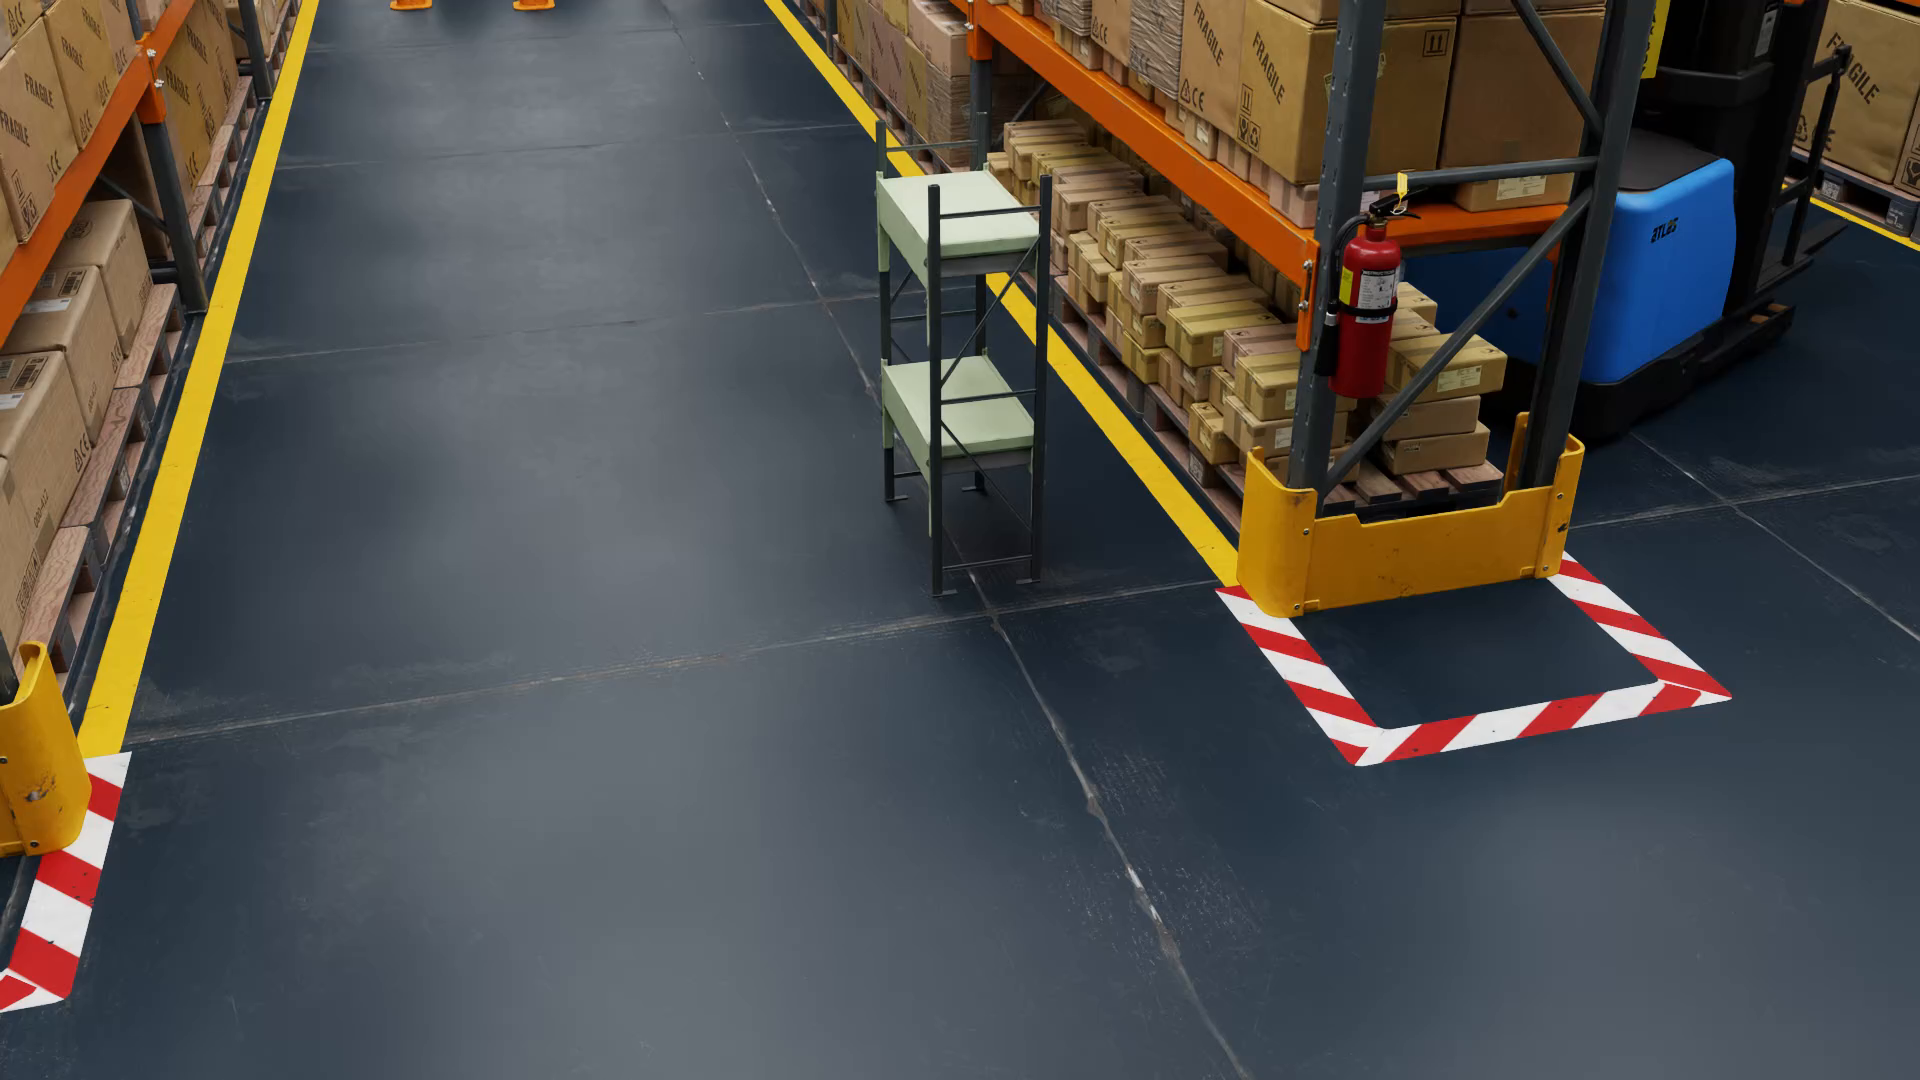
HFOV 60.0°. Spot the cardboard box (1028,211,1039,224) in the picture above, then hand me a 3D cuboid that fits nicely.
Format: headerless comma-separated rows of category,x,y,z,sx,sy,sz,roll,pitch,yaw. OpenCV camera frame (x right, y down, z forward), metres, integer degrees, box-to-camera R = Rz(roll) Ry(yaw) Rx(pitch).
cardboard box,0.525,-1.562,8.382,0.380,0.149,0.250,-8,31,-14

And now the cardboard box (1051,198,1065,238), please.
cardboard box,0.661,-1.580,8.115,0.380,0.149,0.250,-9,31,-16

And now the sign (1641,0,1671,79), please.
sign,2.136,-1.590,5.138,0.100,0.325,0.005,-8,31,-13

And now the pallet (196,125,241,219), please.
pallet,-4.799,-2.114,9.691,1.003,0.211,1.213,-8,31,-13

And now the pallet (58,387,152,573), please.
pallet,-3.741,-0.193,6.373,1.003,0.211,1.213,-8,31,-13

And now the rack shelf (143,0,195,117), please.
rack shelf,-4.725,-3.022,9.195,1.077,0.370,4.000,-8,31,-13

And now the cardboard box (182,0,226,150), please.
cardboard box,-4.920,-2.786,9.770,0.875,0.875,0.875,-7,31,-13

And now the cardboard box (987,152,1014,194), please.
cardboard box,0.339,-1.934,8.726,0.380,0.149,0.250,-6,31,-11

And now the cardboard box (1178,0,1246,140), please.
cardboard box,1.114,-1.747,5.877,0.500,0.500,0.500,-8,31,-14

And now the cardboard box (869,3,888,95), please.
cardboard box,-0.291,-3.241,10.932,0.500,0.500,0.500,-9,31,-15

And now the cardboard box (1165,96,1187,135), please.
cardboard box,1.011,-1.649,6.356,0.380,0.149,0.250,-9,31,-15

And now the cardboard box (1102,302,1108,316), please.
cardboard box,0.865,-1.066,7.524,0.380,0.149,0.250,-7,31,-12

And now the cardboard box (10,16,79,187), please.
cardboard box,-3.411,-1.477,5.708,0.500,0.500,0.500,-7,31,-12

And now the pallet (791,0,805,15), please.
pallet,-0.967,-4.779,14.295,1.003,0.211,1.213,-8,31,-13

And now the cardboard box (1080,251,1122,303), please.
cardboard box,0.758,-1.191,7.443,0.380,0.149,0.250,-8,31,-13

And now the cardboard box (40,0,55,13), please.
cardboard box,-3.532,-2.162,5.893,0.500,0.500,0.500,-7,31,-13

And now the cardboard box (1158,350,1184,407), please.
cardboard box,1.041,-0.685,6.865,0.380,0.149,0.250,-8,31,-13

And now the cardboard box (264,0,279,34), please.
cardboard box,-5.600,-3.974,12.325,0.950,0.372,0.625,-8,31,-14

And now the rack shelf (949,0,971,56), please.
rack shelf,0.020,-3.729,10.417,1.077,0.370,4.000,-8,31,-13

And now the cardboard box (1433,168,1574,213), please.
cardboard box,1.843,-1.234,5.639,0.380,0.149,0.250,-8,31,-14

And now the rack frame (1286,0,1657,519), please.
rack frame,1.613,-1.143,5.230,1.000,3.000,0.127,-8,31,-13

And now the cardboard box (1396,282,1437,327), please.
cardboard box,1.669,-0.902,6.647,0.380,0.149,0.250,-8,31,-13

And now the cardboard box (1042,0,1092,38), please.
cardboard box,0.677,-2.488,7.157,0.500,0.500,0.500,-9,31,-14

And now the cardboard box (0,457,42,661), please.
cardboard box,-3.404,0.186,5.073,0.875,0.438,0.875,-9,31,-15

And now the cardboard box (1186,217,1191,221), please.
cardboard box,1.172,-1.531,8.030,0.380,0.149,0.250,-7,31,-12

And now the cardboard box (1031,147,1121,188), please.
cardboard box,0.573,-1.830,8.249,0.380,0.149,0.250,-8,31,-14

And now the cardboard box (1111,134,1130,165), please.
cardboard box,1.003,-2.025,8.587,0.380,0.149,0.250,-7,31,-13

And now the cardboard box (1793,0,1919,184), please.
cardboard box,5.458,-2.618,9.481,0.875,0.875,0.875,-8,31,-13

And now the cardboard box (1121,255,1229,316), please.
cardboard box,0.893,-1.063,6.925,0.380,0.149,0.250,-7,31,-11

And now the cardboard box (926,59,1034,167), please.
cardboard box,0.112,-2.499,9.648,0.500,0.500,0.500,-8,31,-14

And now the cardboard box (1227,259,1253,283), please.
cardboard box,1.315,-1.132,7.341,0.380,0.149,0.250,-6,31,-11

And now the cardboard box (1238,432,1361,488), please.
cardboard box,1.272,-0.317,6.230,0.380,0.149,0.250,-7,31,-12

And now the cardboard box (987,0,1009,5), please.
cardboard box,0.311,-2.786,8.319,0.380,0.149,0.250,-7,31,-11

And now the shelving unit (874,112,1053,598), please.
shelving unit,-0.002,-0.652,5.880,0.431,1.500,0.755,-8,31,-13

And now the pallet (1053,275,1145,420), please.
pallet,1.091,-0.958,7.694,1.003,0.211,1.213,-8,31,-13

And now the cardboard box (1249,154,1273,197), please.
cardboard box,1.224,-1.279,5.716,0.380,0.149,0.250,-8,31,-13

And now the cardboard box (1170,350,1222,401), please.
cardboard box,1.058,-0.687,6.573,0.380,0.149,0.250,-9,31,-15

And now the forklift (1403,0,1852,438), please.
forklift,3.316,-2.321,7.334,3.031,2.935,1.130,-26,39,-37

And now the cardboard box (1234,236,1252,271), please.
cardboard box,1.433,-1.279,7.299,0.380,0.149,0.250,-7,31,-13

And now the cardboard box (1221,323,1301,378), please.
cardboard box,1.217,-0.699,6.296,0.380,0.149,0.250,-7,31,-12

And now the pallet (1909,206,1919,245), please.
pallet,5.814,-1.511,8.649,1.003,0.211,1.213,-8,31,-13

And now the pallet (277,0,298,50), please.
pallet,-5.782,-4.059,13.051,1.003,0.211,1.213,-8,31,-13

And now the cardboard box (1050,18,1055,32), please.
cardboard box,0.639,-2.417,7.682,0.380,0.149,0.250,-9,31,-15

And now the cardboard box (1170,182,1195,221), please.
cardboard box,1.230,-1.651,7.941,0.380,0.149,0.250,-9,31,-16

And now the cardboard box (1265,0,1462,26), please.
cardboard box,1.252,-1.935,5.205,0.500,0.500,0.500,-8,31,-14

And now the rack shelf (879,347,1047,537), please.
rack shelf,-0.002,-0.370,6.043,0.431,0.370,0.720,-8,31,-13

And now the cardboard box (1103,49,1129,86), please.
cardboard box,0.823,-2.033,7.018,0.380,0.149,0.250,-7,31,-11

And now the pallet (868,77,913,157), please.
pallet,0.016,-2.834,10.936,1.003,0.211,1.213,-8,31,-13

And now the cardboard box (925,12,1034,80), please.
cardboard box,0.110,-2.825,9.464,0.500,0.250,0.500,-9,31,-15

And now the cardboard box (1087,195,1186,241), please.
cardboard box,0.805,-1.452,7.598,0.380,0.149,0.250,-9,31,-15

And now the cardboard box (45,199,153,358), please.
cardboard box,-4.131,-1.123,7.334,0.875,0.438,0.875,-8,31,-14

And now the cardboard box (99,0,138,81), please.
cardboard box,-3.825,-2.221,6.993,0.500,0.500,0.500,-8,31,-13

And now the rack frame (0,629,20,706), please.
rack frame,-3.133,-0.436,4.009,1.000,3.000,0.127,-8,31,-13

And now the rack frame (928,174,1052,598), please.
rack frame,0.095,-0.476,5.574,0.400,1.500,0.023,-8,31,-13

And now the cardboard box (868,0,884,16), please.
cardboard box,-0.307,-3.580,10.769,0.500,0.250,0.500,-8,31,-13

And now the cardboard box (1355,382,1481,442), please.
cardboard box,1.721,-0.507,6.261,0.380,0.149,0.250,-7,31,-11
